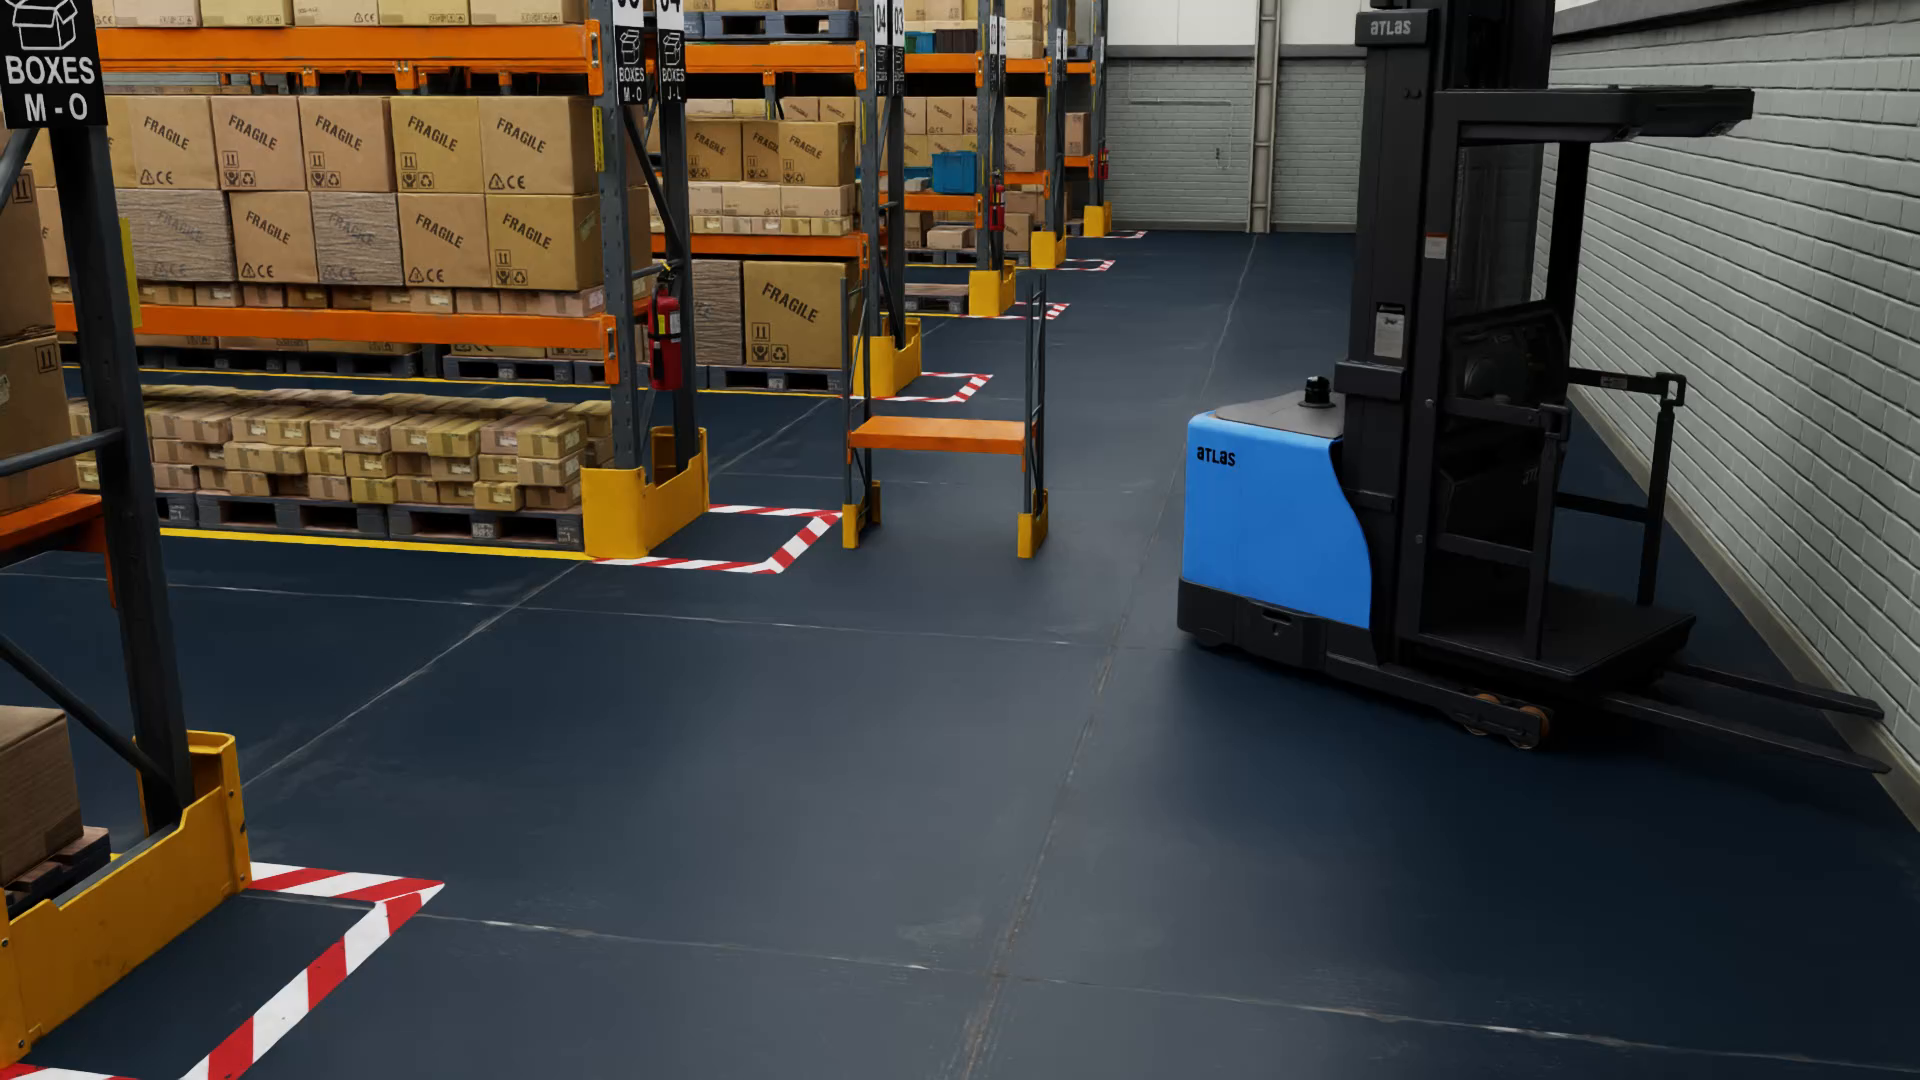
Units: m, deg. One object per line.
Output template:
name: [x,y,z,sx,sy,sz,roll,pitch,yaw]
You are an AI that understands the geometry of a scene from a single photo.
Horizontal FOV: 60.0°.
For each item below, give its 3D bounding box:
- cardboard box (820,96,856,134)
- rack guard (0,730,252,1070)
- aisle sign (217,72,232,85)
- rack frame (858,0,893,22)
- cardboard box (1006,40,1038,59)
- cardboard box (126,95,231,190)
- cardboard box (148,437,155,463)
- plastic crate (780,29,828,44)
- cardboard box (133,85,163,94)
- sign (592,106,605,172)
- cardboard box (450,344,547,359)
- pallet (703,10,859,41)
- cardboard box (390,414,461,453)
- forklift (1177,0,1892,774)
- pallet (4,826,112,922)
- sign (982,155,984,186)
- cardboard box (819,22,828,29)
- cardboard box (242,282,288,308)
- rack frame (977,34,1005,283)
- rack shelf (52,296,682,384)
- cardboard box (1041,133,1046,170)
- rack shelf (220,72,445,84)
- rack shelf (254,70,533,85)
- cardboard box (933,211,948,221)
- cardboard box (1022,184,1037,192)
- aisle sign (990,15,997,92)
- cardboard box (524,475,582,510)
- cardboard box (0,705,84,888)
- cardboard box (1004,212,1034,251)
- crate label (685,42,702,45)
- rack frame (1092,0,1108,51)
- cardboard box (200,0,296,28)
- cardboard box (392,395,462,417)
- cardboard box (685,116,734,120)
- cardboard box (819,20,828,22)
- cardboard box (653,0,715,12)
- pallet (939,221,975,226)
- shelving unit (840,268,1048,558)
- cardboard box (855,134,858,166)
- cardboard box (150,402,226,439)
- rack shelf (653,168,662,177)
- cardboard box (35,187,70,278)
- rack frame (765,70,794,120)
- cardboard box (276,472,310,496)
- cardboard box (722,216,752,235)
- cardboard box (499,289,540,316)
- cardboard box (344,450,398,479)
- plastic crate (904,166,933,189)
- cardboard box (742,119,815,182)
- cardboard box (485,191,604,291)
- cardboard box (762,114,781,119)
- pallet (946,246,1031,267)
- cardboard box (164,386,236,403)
cardboard box: [-1.671,-5.994,23.451,0.500,0.500,0.500,3,16,9]
rack guard: [-2.591,1.013,4.900,0.348,0.500,1.175,3,16,11]
aisle sign: [-13.488,-8.702,30.420,0.004,0.787,0.394,3,16,11]
rack frame: [-0.640,-5.677,13.129,0.127,3.000,1.000,3,16,11]
cardboard box: [0.782,-6.709,22.754,0.500,0.250,0.500,3,16,11]
cardboard box: [-4.255,-2.234,9.319,0.500,0.500,0.500,3,16,12]
cardboard box: [-4.844,-0.582,9.970,0.250,0.149,0.380,3,16,11]
plastic crate: [-1.763,-5.669,18.940,0.530,0.282,0.437,3,16,11]
cardboard box: [-12.333,-6.791,25.771,0.500,0.500,0.700,3,16,11]
sign: [-1.858,-2.060,8.548,0.005,0.325,0.100,3,16,11]
cardboard box: [-3.929,-2.121,14.723,0.875,0.875,0.875,3,16,11]
pallet: [-1.369,-4.225,13.674,1.213,0.211,1.003,3,16,11]
cardboard box: [-3.052,-0.610,9.515,0.250,0.149,0.380,2,16,9]
forklift: [2.397,-0.746,6.695,1.130,2.935,3.031,-14,21,-42]
pallet: [-3.414,1.128,5.023,1.213,0.211,1.003,3,16,11]
sign: [0.253,-4.015,18.063,0.005,0.325,0.100,3,16,11]
cardboard box: [-1.665,-7.087,23.183,0.500,0.250,0.500,3,16,11]
cardboard box: [-3.863,-1.425,9.489,0.250,0.149,0.380,4,16,13]
rack frame: [0.347,-4.081,18.607,0.127,3.000,1.000,3,16,11]
rack shelf: [-3.687,-1.253,9.745,4.000,0.370,1.077,3,16,11]
cardboard box: [0.955,-5.518,23.605,0.500,0.500,0.500,3,16,12]
rack shelf: [-11.398,-8.517,30.348,4.000,0.370,1.077,3,16,11]
rack shelf: [-8.462,-7.008,24.901,4.000,0.370,1.077,3,16,11]
cardboard box: [-0.395,-5.789,28.669,0.500,0.500,0.700,3,16,11]
cardboard box: [1.203,-5.967,28.095,0.250,0.149,0.380,4,16,13]
aisle sign: [0.359,-5.254,17.970,0.004,0.787,0.394,3,16,11]
cardboard box: [-2.285,-0.296,9.494,0.250,0.149,0.380,3,16,12]
cardboard box: [-3.282,0.830,4.889,0.875,0.438,0.875,3,16,9]
cardboard box: [0.756,-4.349,23.431,0.500,0.500,0.500,3,16,11]
crate label: [-3.151,-5.511,18.644,0.466,0.136,0.293,3,16,11]
rack frame: [2.321,-9.564,27.163,0.127,3.000,1.000,3,16,11]
cardboard box: [-3.736,-2.900,9.005,0.500,0.250,0.500,4,16,14]
cardboard box: [-3.218,-0.764,10.072,0.250,0.149,0.380,4,16,13]
cardboard box: [-3.688,-5.944,24.358,0.500,0.500,0.700,6,16,20]
cardboard box: [-1.636,-7.486,23.218,0.500,0.500,0.700,3,16,11]
cardboard box: [-2.204,-4.620,13.771,0.500,0.500,0.700,2,16,7]
pallet: [0.330,-5.417,28.652,1.213,0.211,1.003,3,16,11]
shelving unit: [-0.075,-0.727,9.306,1.083,1.500,0.587,3,16,11]
cardboard box: [-1.635,-5.513,23.589,0.500,0.500,0.500,3,16,12]
cardboard box: [-4.575,-0.710,9.877,0.250,0.149,0.380,3,16,10]
rack shelf: [-4.542,-5.350,24.533,4.000,0.370,1.077,3,16,11]
cardboard box: [-5.212,-1.806,9.647,0.500,0.500,0.500,3,16,10]
rack frame: [-2.582,-5.590,24.053,0.127,3.000,1.000,3,16,11]
cardboard box: [-3.802,-0.379,9.796,0.250,0.149,0.380,4,16,13]
cardboard box: [-1.801,-2.638,13.868,0.250,0.149,0.380,3,16,12]
cardboard box: [-2.340,-1.339,9.178,0.250,0.149,0.380,3,16,11]
cardboard box: [-3.321,-0.470,9.567,0.250,0.149,0.380,3,16,12]
plastic crate: [-0.475,-4.164,19.107,0.300,0.233,0.416,3,16,11]
cardboard box: [-1.547,-3.341,14.253,0.500,0.500,0.500,3,16,10]
cardboard box: [-2.219,-1.642,9.055,0.500,0.500,0.500,3,16,12]
cardboard box: [-3.094,-7.099,28.720,0.500,0.500,0.500,3,16,11]
pallet: [0.482,-4.079,23.824,1.213,0.211,1.003,3,16,11]
cardboard box: [-4.743,-0.856,10.403,0.250,0.149,0.380,3,16,11]
